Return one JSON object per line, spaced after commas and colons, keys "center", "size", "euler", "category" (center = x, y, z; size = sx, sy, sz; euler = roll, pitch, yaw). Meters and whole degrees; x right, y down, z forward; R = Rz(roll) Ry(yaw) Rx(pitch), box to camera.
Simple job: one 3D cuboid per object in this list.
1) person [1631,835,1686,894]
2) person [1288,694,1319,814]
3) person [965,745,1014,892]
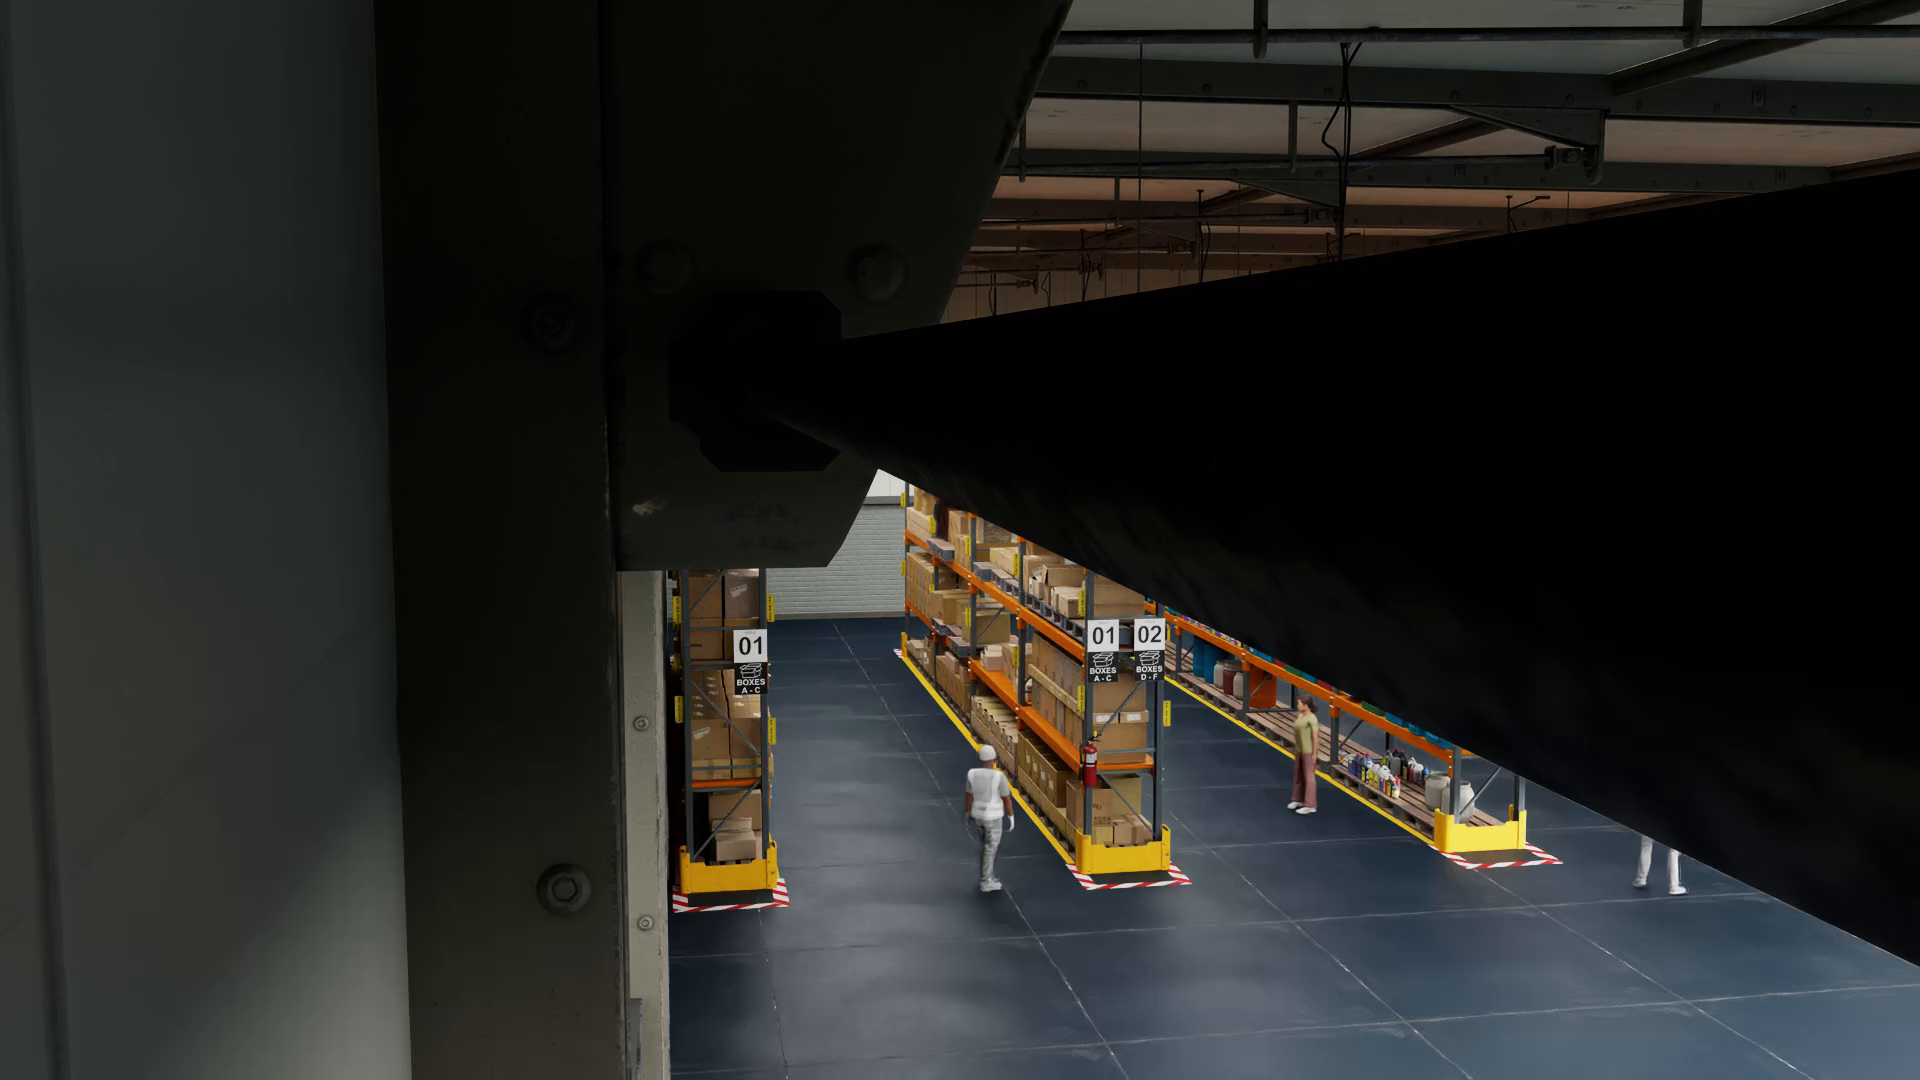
{"center": [8.480, 3.440, 20.119], "size": [0.636, 1.724, 0.400], "euler": [3, 7, 28], "category": "person"}
{"center": [4.903, 3.031, 23.736], "size": [0.394, 1.678, 0.491], "euler": [-2, 6, -17], "category": "person"}
{"center": [0.397, 3.369, 20.172], "size": [0.578, 1.822, 0.551], "euler": [-6, 8, -44], "category": "person"}
